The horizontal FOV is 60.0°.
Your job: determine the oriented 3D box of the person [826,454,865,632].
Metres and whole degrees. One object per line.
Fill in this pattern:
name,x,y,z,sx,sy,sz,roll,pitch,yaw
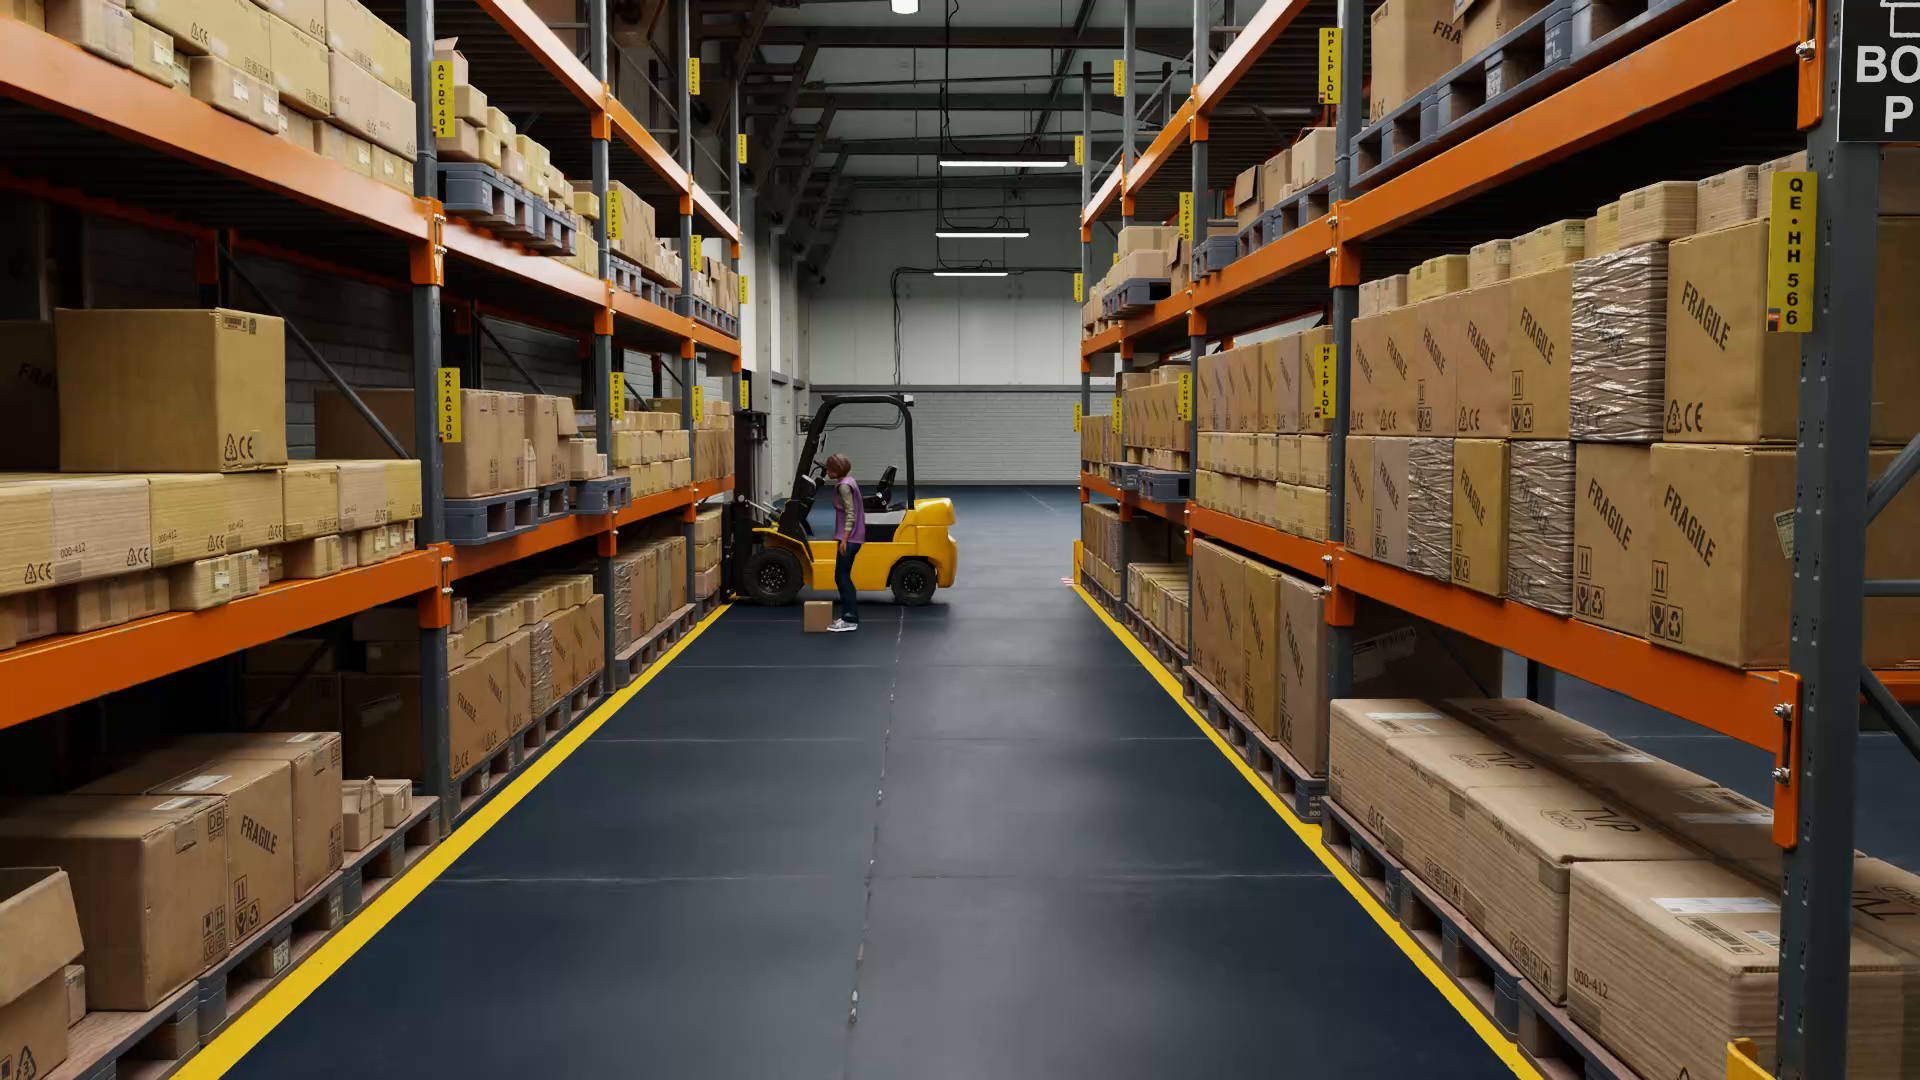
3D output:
person,-1.031,0.019,14.965,0.351,1.592,0.483,0,4,-5
